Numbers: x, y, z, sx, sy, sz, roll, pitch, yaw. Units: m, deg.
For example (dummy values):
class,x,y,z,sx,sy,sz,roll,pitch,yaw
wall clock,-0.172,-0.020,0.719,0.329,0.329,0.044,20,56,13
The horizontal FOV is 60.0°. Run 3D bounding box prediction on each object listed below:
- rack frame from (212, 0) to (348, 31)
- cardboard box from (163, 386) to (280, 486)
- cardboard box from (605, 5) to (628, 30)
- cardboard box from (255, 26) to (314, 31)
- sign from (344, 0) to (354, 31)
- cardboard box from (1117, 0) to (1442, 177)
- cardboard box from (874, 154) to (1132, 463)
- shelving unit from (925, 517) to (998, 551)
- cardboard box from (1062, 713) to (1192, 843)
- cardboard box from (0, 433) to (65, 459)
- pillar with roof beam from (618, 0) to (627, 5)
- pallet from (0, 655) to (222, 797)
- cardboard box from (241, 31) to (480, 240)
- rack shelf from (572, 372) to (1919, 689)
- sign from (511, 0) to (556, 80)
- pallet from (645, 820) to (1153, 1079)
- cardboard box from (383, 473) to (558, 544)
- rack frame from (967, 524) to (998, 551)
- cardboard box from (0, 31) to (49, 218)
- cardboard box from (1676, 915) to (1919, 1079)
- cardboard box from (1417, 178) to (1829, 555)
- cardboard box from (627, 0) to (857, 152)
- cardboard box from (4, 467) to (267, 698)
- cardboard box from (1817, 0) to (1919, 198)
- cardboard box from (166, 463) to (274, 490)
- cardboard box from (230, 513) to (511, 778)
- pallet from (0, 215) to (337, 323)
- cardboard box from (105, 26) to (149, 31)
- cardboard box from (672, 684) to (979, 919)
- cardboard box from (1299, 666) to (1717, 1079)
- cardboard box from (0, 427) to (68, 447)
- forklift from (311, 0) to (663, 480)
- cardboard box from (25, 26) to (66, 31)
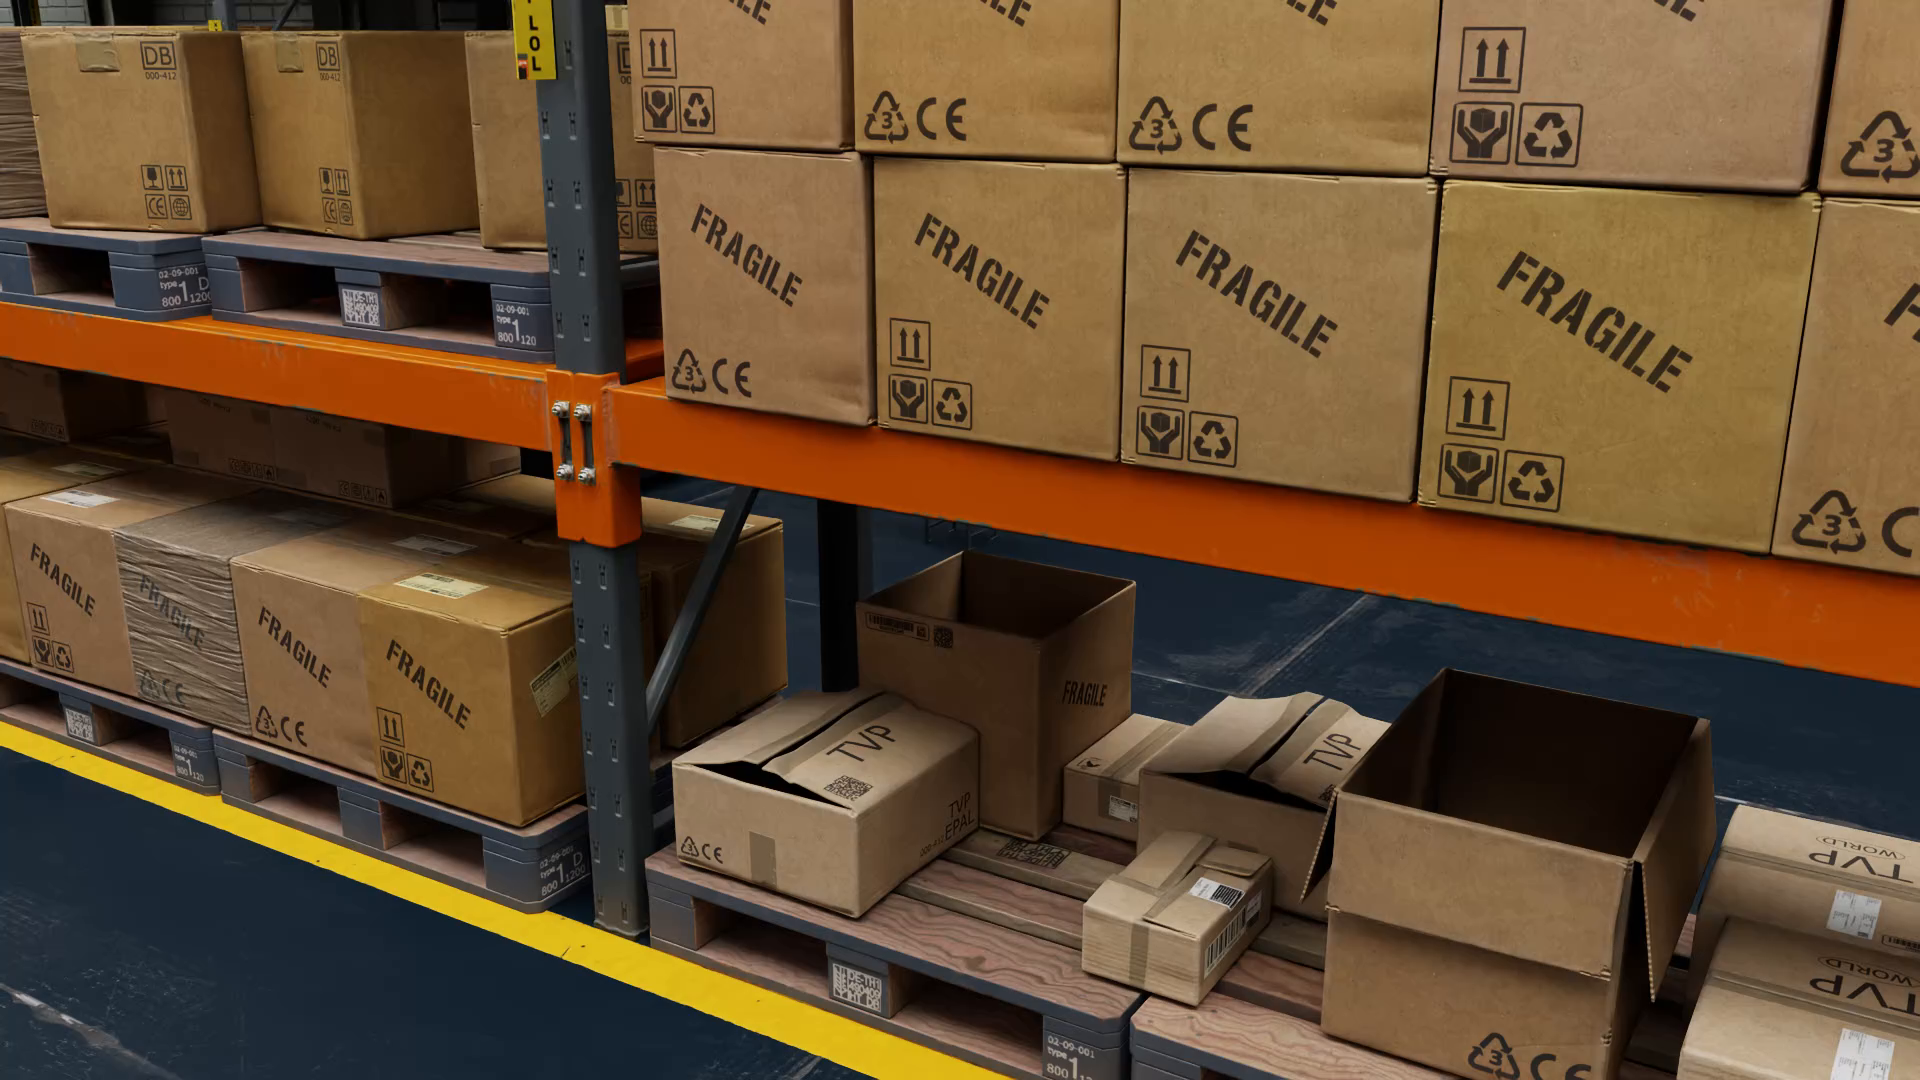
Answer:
class,x,y,z,sx,sy,sz,roll,pitch,yaw
rack frame,-4.769,-3.087,11.881,0.127,3.000,1.000,10,20,30
cardboard box,-2.106,-0.378,5.217,0.500,0.250,0.500,10,19,29
cardboard box,-1.952,-3.137,10.003,0.250,0.149,0.380,7,18,21
cardboard box,-5.060,-3.506,12.197,0.500,0.500,0.500,10,19,29
sign,-4.482,-3.779,12.167,0.005,0.325,0.100,10,20,30
cardboard box,0.590,-0.870,2.694,0.500,0.500,0.500,9,19,28
cardboard box,0.188,-0.468,3.089,0.500,0.500,0.500,11,20,31
shelving unit,0.007,-0.429,6.746,0.210,0.900,0.258,10,20,30
cardboard box,0.443,0.570,3.992,0.250,0.149,0.380,10,20,30
cardboard box,-3.263,-0.047,5.418,0.500,0.500,0.500,9,19,28
pillar with roof beam,-4.269,-4.694,6.853,0.400,9.000,9.100,10,20,30
pallet,-2.298,0.392,5.226,1.213,0.211,1.003,10,20,30
cardboard box,-1.447,-1.107,4.471,0.500,0.500,0.700,14,22,39
rack shelf,1.163,0.006,2.938,4.000,0.370,1.077,10,20,30
sign,-0.829,-1.058,3.212,0.005,0.325,0.100,10,20,30
pallet,0.043,0.797,3.895,1.213,0.211,1.003,10,20,30
cardboard box,-1.287,0.131,4.833,0.500,0.500,0.500,10,20,31
rack frame,0.094,-0.414,6.695,0.006,0.900,0.240,10,20,30
cardboard box,-2.675,-1.245,4.925,0.500,0.500,0.700,15,22,40
cardboard box,1.481,0.898,2.739,0.500,0.250,0.500,10,20,30
cardboard box,1.047,-0.314,2.583,0.500,0.500,0.500,10,19,29
cardboard box,-0.287,-1.027,3.209,0.500,0.500,0.500,11,20,31
cardboard box,-2.390,0.109,4.906,0.500,0.500,0.500,9,19,28
cardboard box,1.469,-0.714,2.178,0.500,0.500,0.500,11,20,32
cardboard box,-2.139,-0.024,5.343,0.500,0.500,0.500,9,19,28
cardboard box,-1.529,0.262,4.402,0.500,0.500,0.500,10,20,30
pallet,-2.290,-0.864,4.895,1.213,0.211,1.003,10,20,30
cardboard box,-5.762,-3.453,12.021,0.500,0.500,0.500,10,20,30
cardboard box,-0.297,0.551,3.775,0.500,0.311,0.500,10,20,30
cardboard box,1.062,0.626,3.197,0.637,0.503,0.797,10,20,30
cardboard box,-3.030,-0.181,5.860,0.500,0.500,0.500,11,20,32
forklift,-2.712,-1.846,7.916,3.031,2.935,1.130,9,19,28
cardboard box,-6.629,-3.611,12.542,0.500,0.500,0.500,11,20,32
